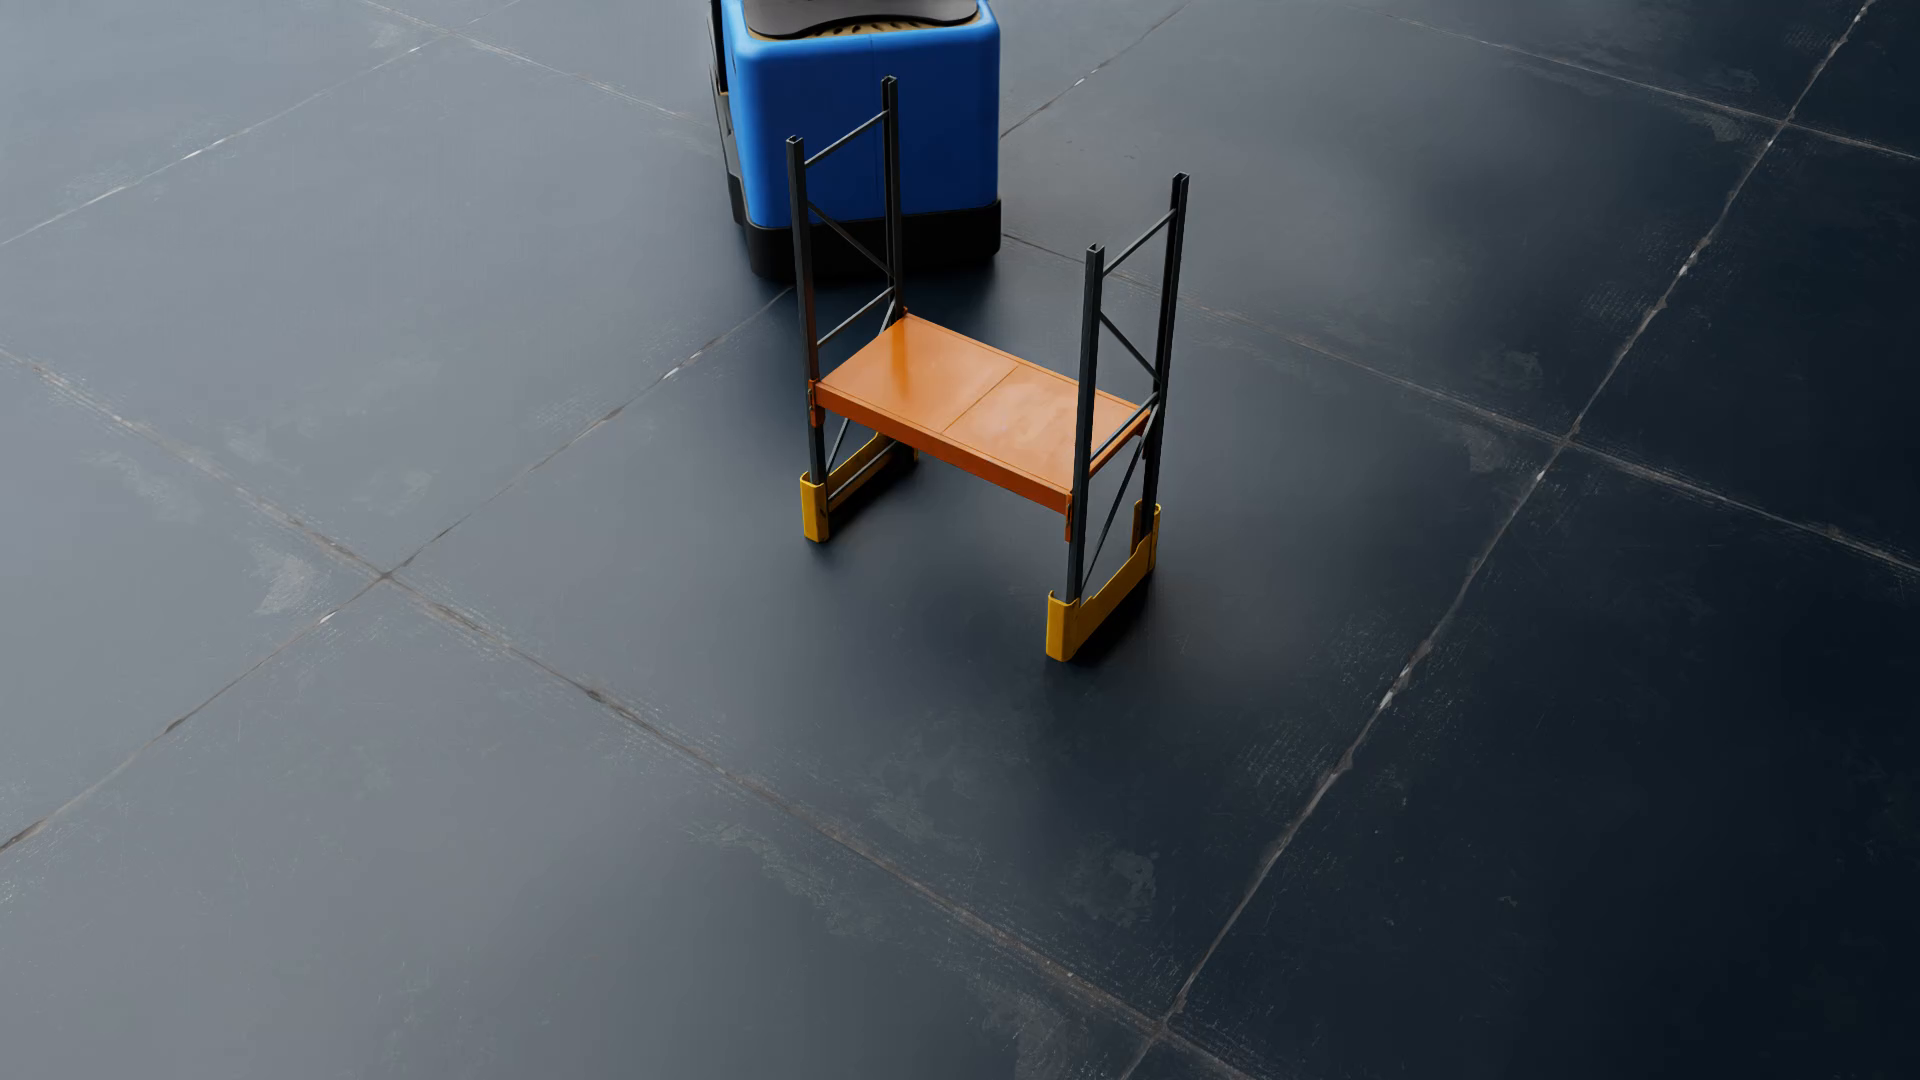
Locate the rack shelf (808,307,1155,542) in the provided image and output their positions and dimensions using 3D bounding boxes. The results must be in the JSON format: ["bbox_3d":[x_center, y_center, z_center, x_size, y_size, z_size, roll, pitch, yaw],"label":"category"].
[{"bbox_3d":[0.070,-0.392,5.333,1.000,0.185,0.538,25,48,25],"label":"rack shelf"}]

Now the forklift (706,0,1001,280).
[{"bbox_3d":[-0.611,-3.151,7.073,1.130,2.935,3.031,-7,42,-8],"label":"forklift"}]

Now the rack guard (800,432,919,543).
[{"bbox_3d":[-0.345,-0.255,5.847,0.087,0.250,0.587,25,48,25],"label":"rack guard"}]

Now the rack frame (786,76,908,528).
[{"bbox_3d":[-0.346,-0.721,5.431,0.032,1.500,0.500,25,48,25],"label":"rack frame"}]

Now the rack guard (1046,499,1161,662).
[{"bbox_3d":[0.470,0.127,5.421,0.087,0.250,0.587,25,48,25],"label":"rack guard"}]

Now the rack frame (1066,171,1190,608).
[{"bbox_3d":[0.486,-0.332,4.996,0.032,1.500,0.500,25,48,25],"label":"rack frame"}]

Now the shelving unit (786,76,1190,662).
[{"bbox_3d":[0.062,-0.530,5.217,1.083,1.500,0.587,25,48,25],"label":"shelving unit"}]
